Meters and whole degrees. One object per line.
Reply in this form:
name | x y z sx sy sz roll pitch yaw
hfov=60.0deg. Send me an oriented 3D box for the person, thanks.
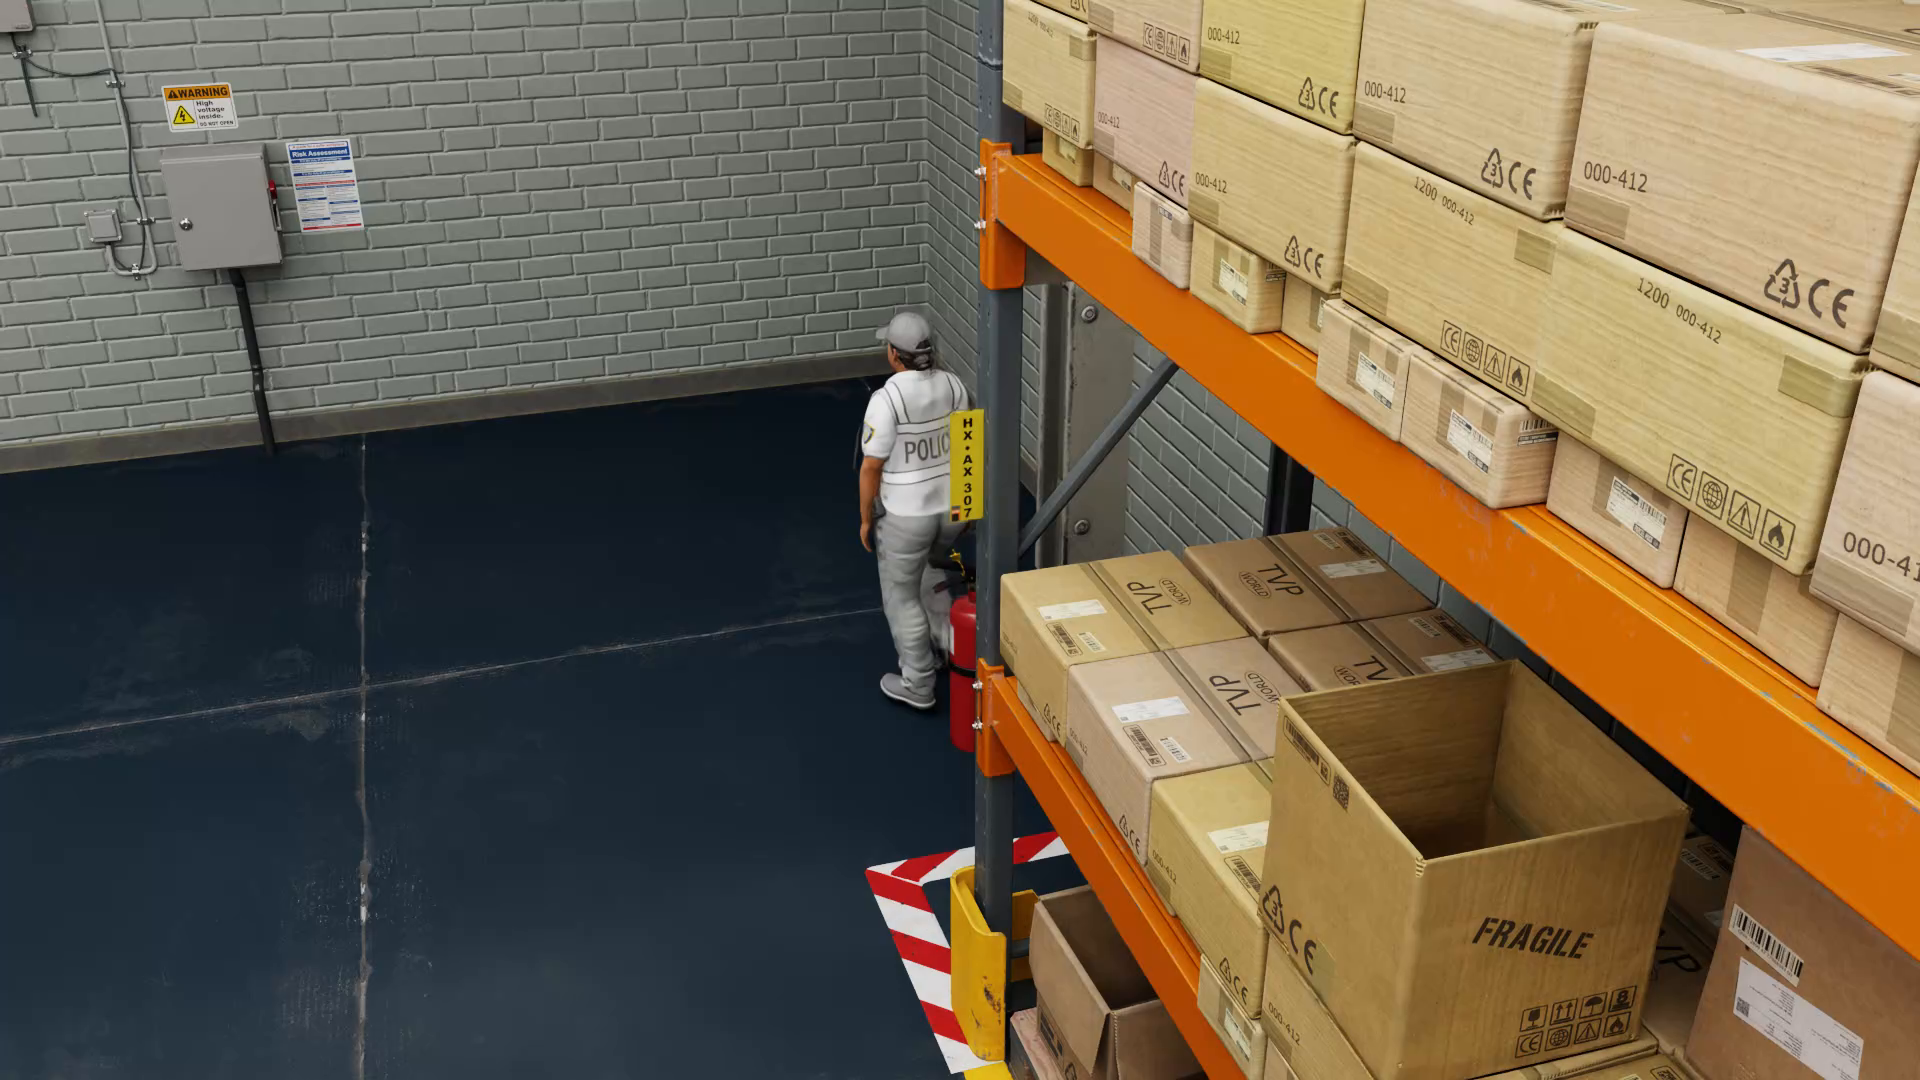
person | -0.189 -0.123 6.834 0.505 1.651 0.444 -23 34 -38
